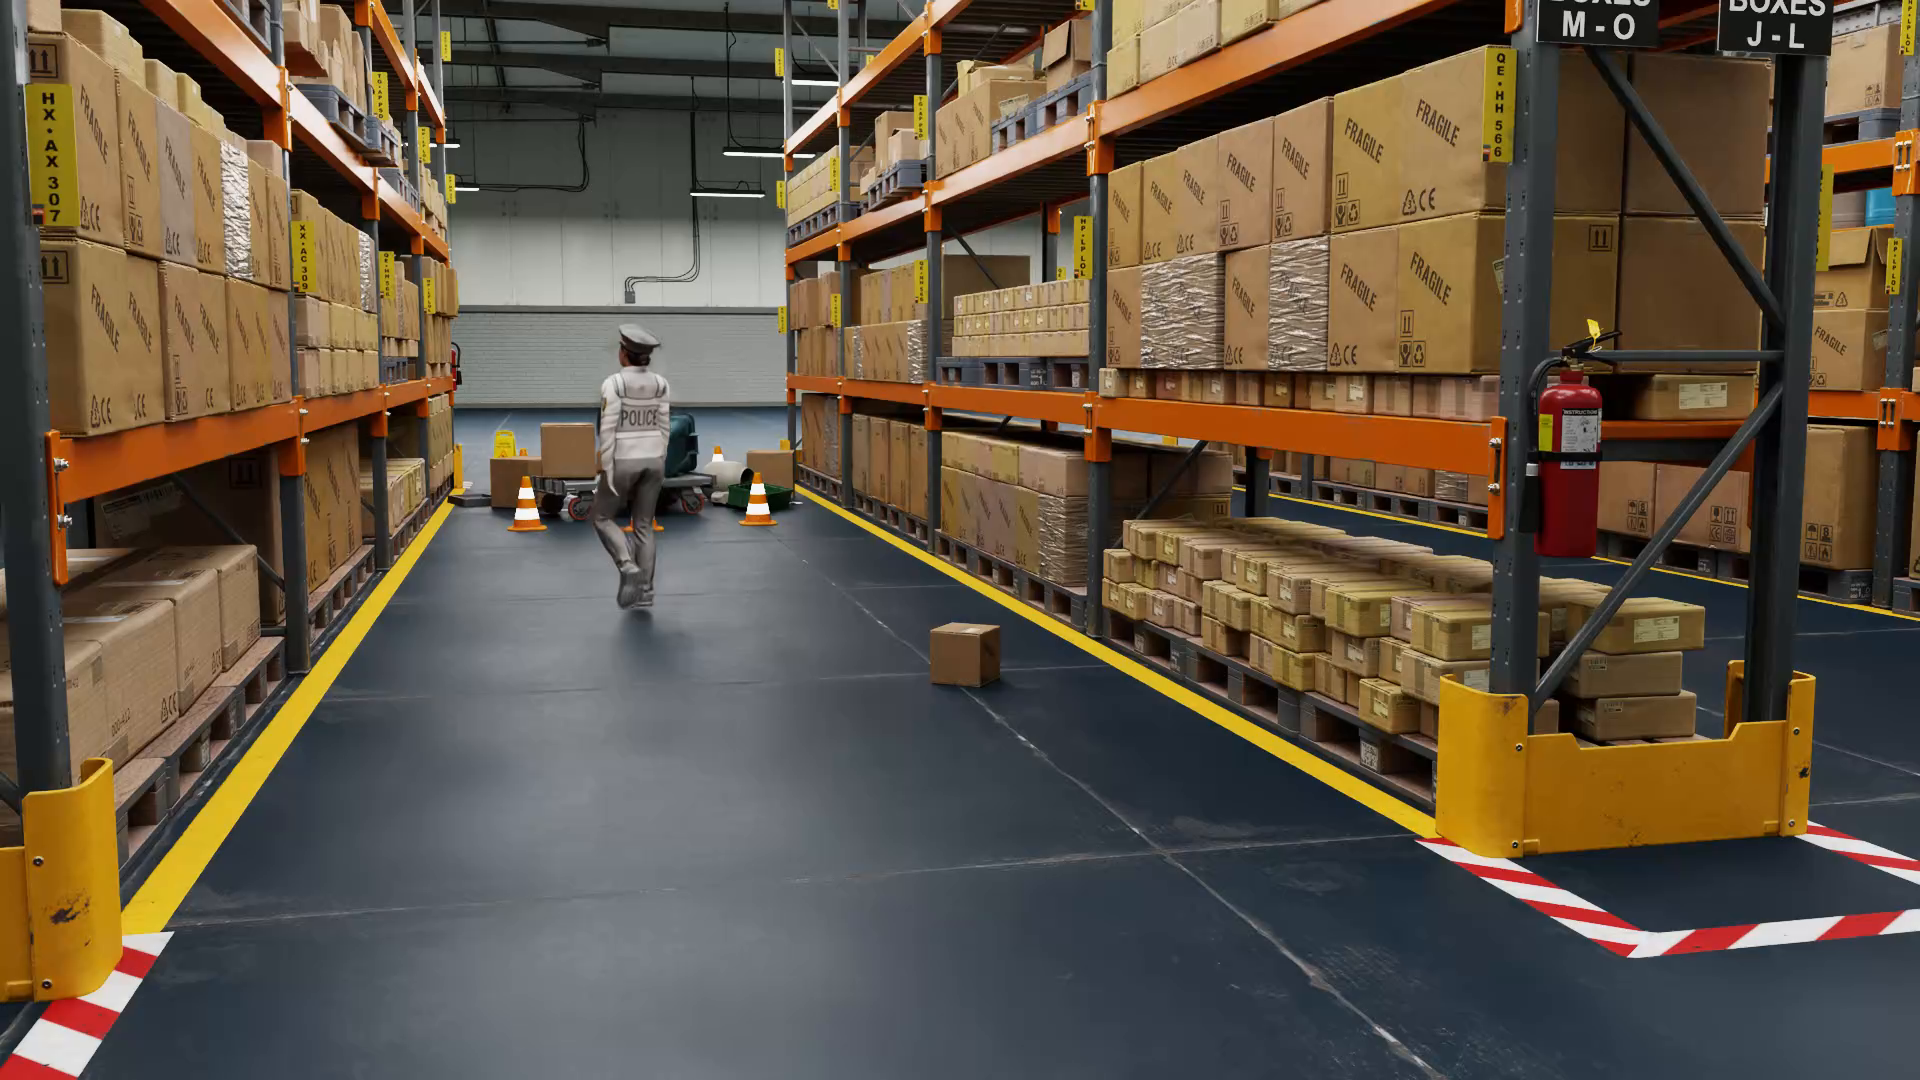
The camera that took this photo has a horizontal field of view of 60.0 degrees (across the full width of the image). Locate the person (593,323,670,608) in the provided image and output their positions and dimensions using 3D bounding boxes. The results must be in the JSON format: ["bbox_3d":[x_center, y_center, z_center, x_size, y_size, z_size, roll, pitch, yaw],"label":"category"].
[{"bbox_3d":[-1.949,-0.443,9.882,0.482,1.679,0.427,-4,8,-35],"label":"person"}]
